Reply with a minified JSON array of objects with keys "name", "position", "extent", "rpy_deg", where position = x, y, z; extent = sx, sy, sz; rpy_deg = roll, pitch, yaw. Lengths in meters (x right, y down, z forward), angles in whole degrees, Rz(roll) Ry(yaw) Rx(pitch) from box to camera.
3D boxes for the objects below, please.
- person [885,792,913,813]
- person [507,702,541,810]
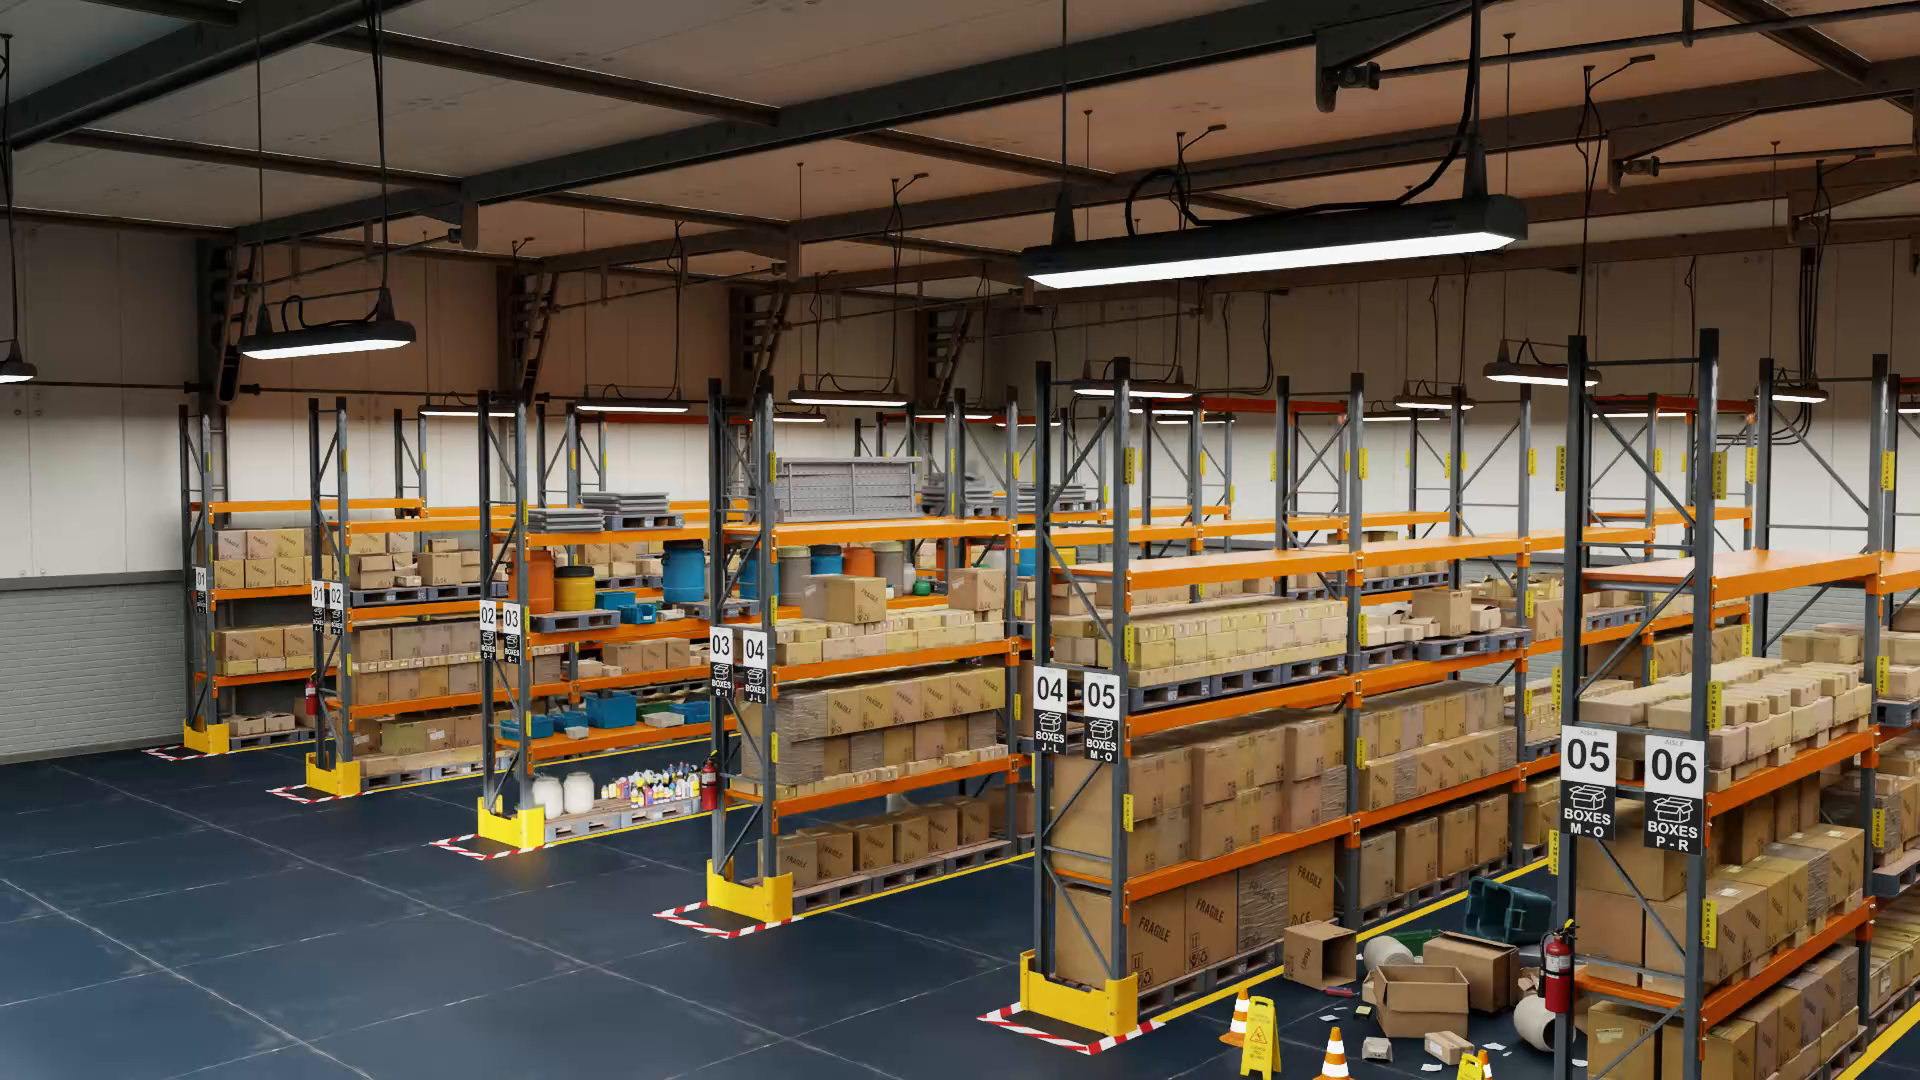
[{"name":"person","position":[-0.831,3.163,22.374],"extent":[0.460,1.407,0.787],"rpy_deg":[2,4,37]},{"name":"person","position":[-6.286,3.116,24.238],"extent":[0.499,1.564,0.618],"rpy_deg":[2,3,27]}]
